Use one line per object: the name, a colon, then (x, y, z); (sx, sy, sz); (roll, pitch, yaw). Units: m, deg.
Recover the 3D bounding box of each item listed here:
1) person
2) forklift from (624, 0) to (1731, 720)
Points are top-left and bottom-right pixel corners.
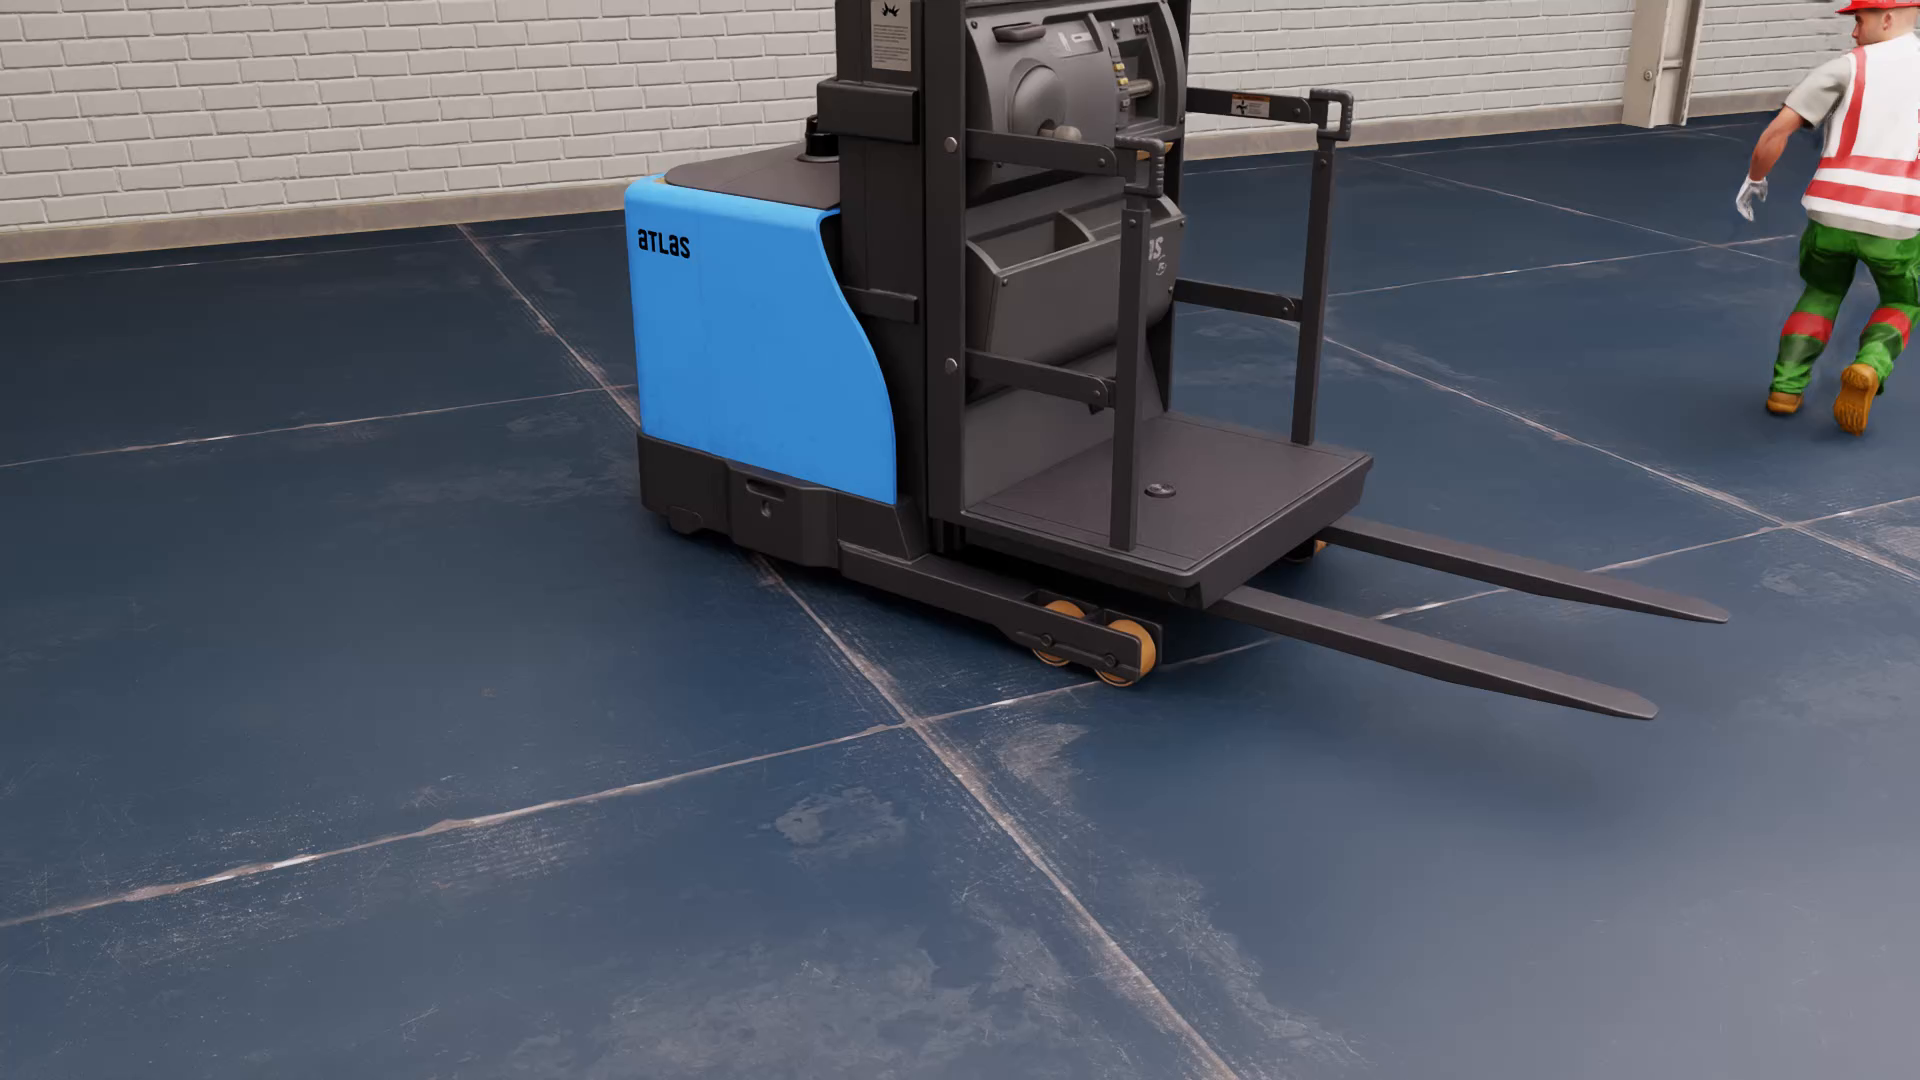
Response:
person: (3.271, -1.180, 5.929); (0.936, 1.586, 0.597); (12, 25, 27)
forklift: (0.488, -1.213, 4.206); (3.031, 2.935, 1.130); (16, 27, 34)
